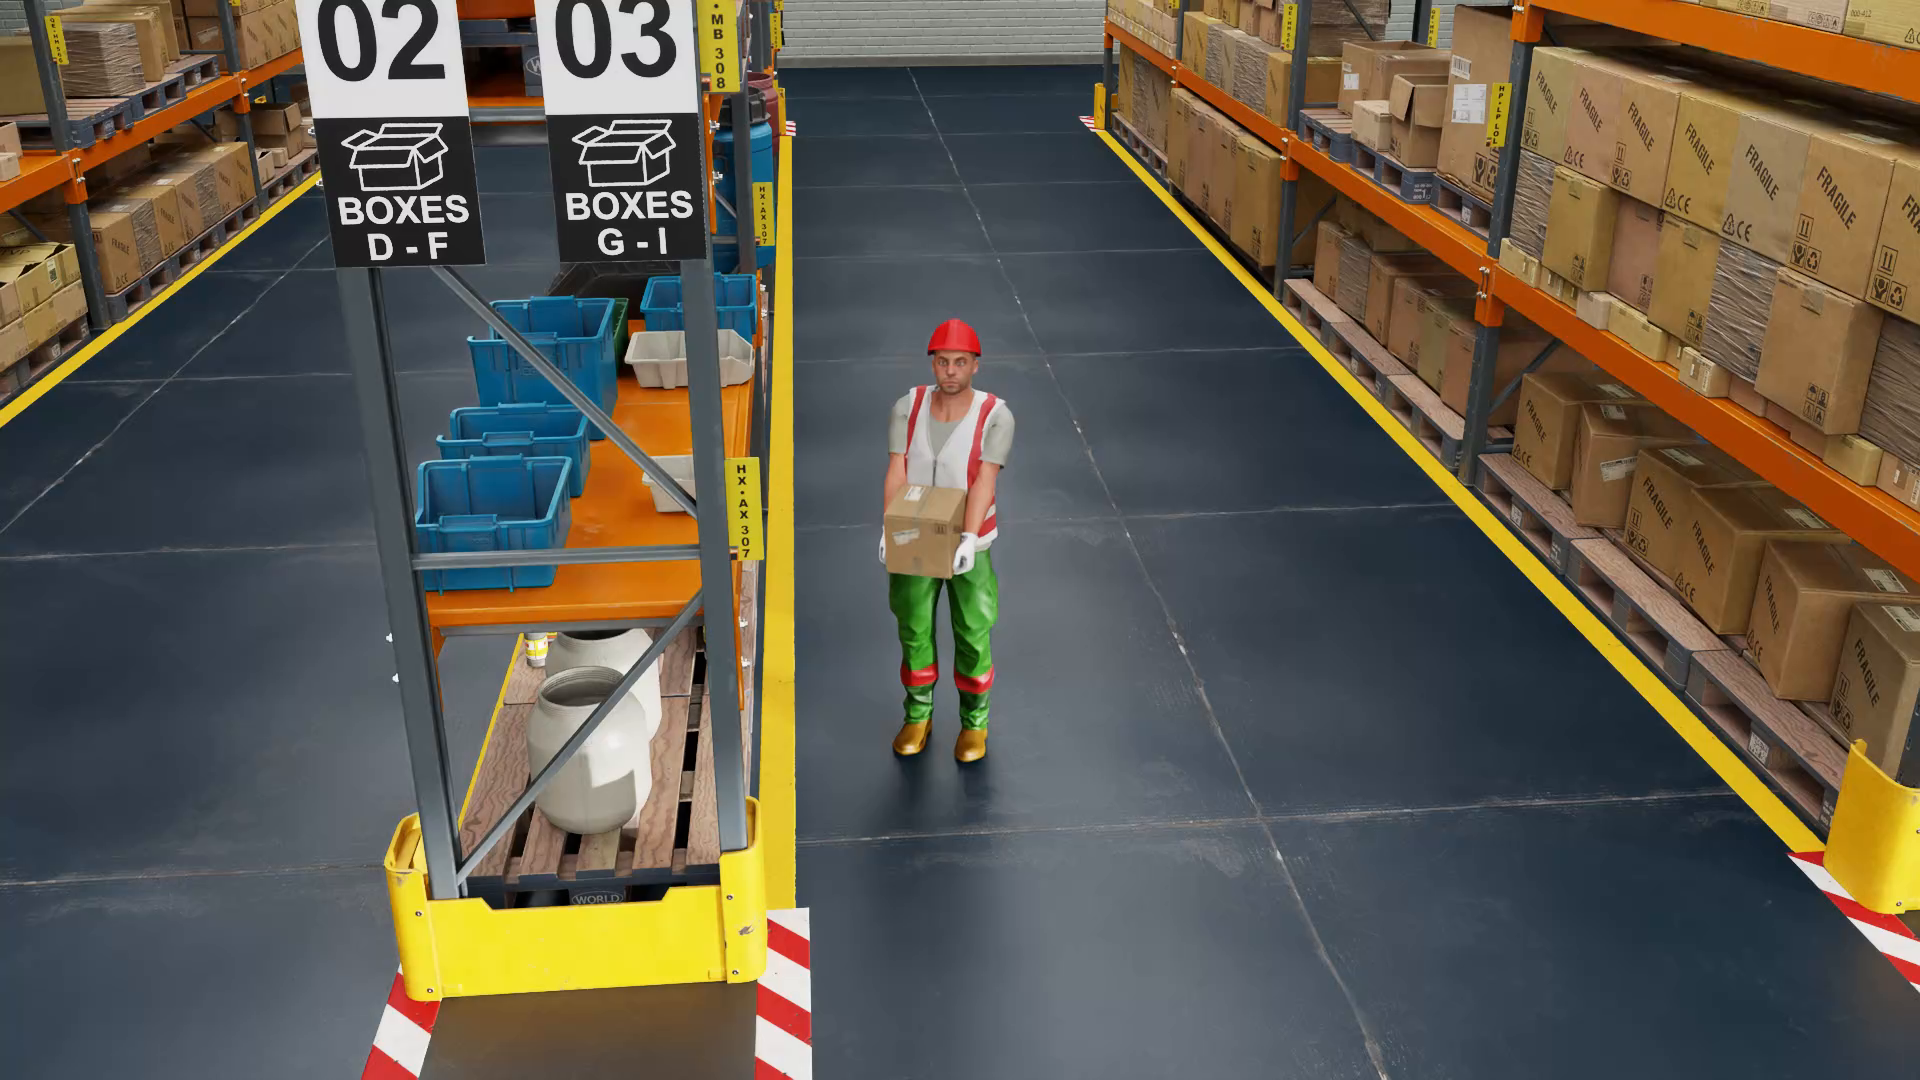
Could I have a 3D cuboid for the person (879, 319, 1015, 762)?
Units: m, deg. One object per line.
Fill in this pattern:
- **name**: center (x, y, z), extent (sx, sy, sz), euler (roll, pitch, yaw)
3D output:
- **person**: center (-0.068, 0.051, 6.458), extent (0.494, 1.782, 0.560), euler (6, 24, 13)
